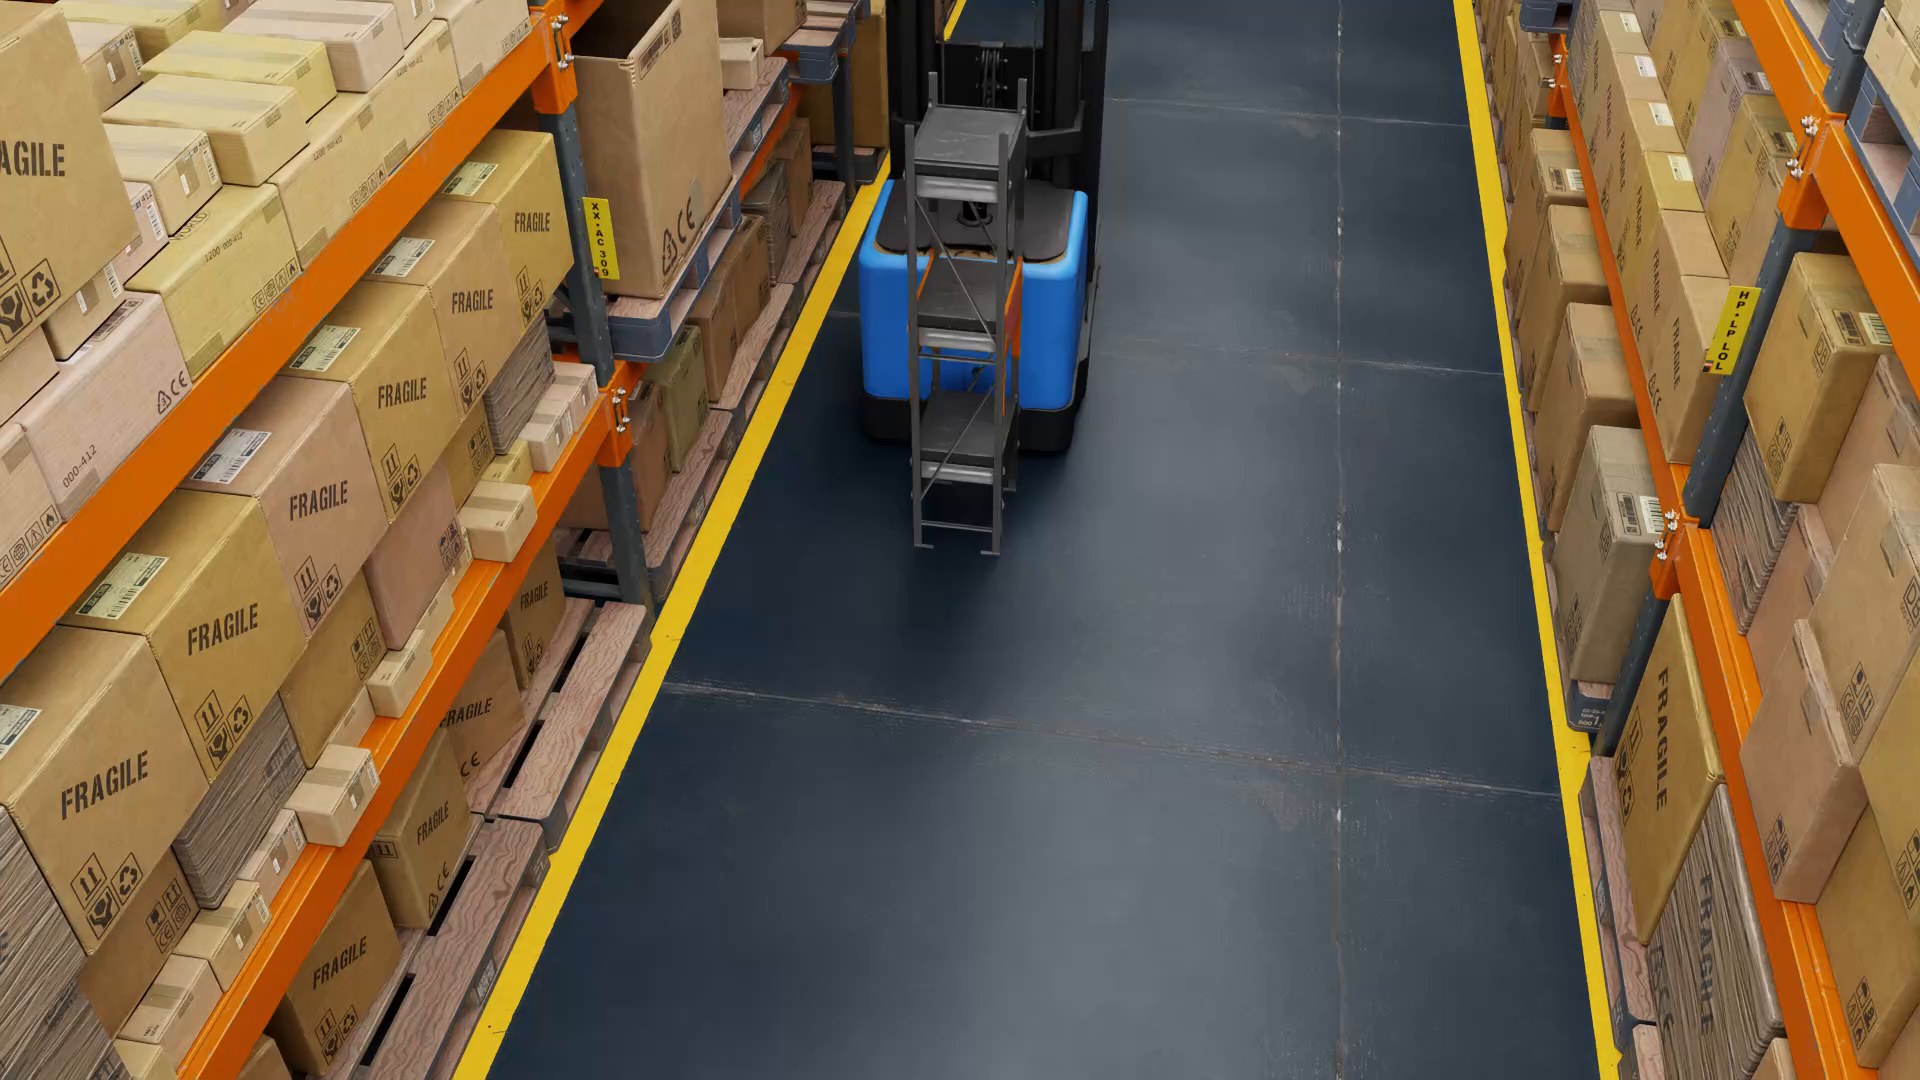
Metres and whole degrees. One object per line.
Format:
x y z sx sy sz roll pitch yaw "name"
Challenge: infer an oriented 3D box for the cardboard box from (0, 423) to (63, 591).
-2.112 0.000 3.160 0.500 0.250 0.500 6 40 7 "cardboard box"

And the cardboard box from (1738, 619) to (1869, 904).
2.692 0.645 4.498 0.875 0.550 0.550 6 40 8 "cardboard box"

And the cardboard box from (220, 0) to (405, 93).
-1.730 -1.330 4.455 0.380 0.149 0.250 5 40 6 "cardboard box"

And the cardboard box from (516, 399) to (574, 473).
-1.642 -0.394 6.070 0.380 0.149 0.250 6 40 8 "cardboard box"

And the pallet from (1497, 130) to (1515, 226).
3.855 -2.130 10.160 1.003 0.211 1.213 6 40 8 "pallet"

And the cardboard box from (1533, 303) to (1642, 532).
3.216 -0.503 7.441 1.050 0.750 0.750 6 40 8 "cardboard box"

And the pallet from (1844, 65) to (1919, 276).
2.875 -0.814 4.095 1.003 0.211 1.213 6 40 8 "pallet"

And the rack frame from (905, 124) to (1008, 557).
-0.014 -0.760 7.021 0.400 2.100 0.015 6 40 8 "rack frame"

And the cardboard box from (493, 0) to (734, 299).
-1.566 -1.691 6.640 1.000 1.000 1.000 7 40 8 "cardboard box"

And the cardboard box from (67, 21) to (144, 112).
-2.380 -1.237 4.343 0.380 0.149 0.250 6 40 7 "cardboard box"

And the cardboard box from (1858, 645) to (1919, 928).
2.635 0.565 3.747 0.875 0.550 0.500 6 40 8 "cardboard box"

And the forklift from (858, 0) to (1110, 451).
0.212 -2.502 8.476 1.130 2.935 3.031 5 40 6 "forklift"

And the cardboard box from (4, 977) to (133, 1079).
-2.411 1.201 3.632 0.875 0.500 0.500 6 40 8 "cardboard box"

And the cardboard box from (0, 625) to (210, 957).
-2.076 0.529 3.659 0.500 0.500 0.500 6 40 8 "cardboard box"

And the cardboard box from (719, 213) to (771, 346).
-1.420 -1.402 8.708 0.700 0.500 0.500 10 41 11 "cardboard box"

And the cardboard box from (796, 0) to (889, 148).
-1.009 -3.098 10.481 1.225 0.875 0.875 5 40 6 "cardboard box"

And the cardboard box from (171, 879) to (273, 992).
-2.056 1.015 4.365 0.380 0.149 0.250 6 40 8 "cardboard box"

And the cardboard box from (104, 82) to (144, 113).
-2.354 -1.015 4.387 0.500 0.250 0.500 5 40 6 "cardboard box"

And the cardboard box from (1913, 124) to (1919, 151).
2.541 -0.953 3.984 0.380 0.149 0.250 6 40 8 "cardboard box"

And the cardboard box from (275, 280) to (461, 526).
-1.821 -0.412 4.798 0.500 0.500 0.500 6 40 8 "cardboard box"

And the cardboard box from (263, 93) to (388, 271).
-1.847 -0.951 4.309 0.500 0.250 0.500 6 40 7 "cardboard box"

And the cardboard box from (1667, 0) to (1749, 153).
3.370 -1.897 6.827 0.700 0.500 0.500 6 40 7 "cardboard box"

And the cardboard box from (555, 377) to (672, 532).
-1.714 -0.403 7.500 0.700 0.500 0.500 4 40 4 "cardboard box"

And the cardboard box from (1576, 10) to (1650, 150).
3.290 -2.181 7.956 0.500 0.500 0.500 6 40 7 "cardboard box"

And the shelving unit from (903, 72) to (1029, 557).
0.029 -0.913 7.207 0.431 2.100 0.503 6 40 8 "shelving unit"

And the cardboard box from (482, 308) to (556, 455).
-1.980 -0.692 5.921 0.875 0.500 0.500 6 40 8 "cardboard box"

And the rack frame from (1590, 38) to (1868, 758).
3.026 -0.204 5.643 1.000 3.000 0.127 6 40 8 "rack frame"

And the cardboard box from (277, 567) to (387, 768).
-2.216 0.252 4.779 0.875 0.500 0.500 6 40 8 "cardboard box"

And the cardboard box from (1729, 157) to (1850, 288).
3.107 -0.940 5.670 0.700 0.500 0.500 6 40 7 "cardboard box"

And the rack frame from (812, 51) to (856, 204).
-1.149 -3.325 9.417 1.000 3.000 0.127 6 40 8 "rack frame"

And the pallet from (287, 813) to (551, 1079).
-2.131 1.454 5.826 1.003 0.211 1.213 6 40 8 "pallet"

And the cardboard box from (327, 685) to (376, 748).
-1.982 0.538 4.942 0.380 0.149 0.250 6 40 8 "cardboard box"

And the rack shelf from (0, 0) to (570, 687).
-2.187 -0.438 4.136 1.077 0.370 4.000 6 40 8 "rack shelf"

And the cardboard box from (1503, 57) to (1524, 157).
3.668 -2.680 10.270 0.500 0.500 0.500 8 40 9 "cardboard box"

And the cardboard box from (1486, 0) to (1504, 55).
3.932 -3.656 11.451 0.500 0.500 0.500 8 40 10 "cardboard box"

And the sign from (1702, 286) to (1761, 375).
2.490 -0.673 5.364 0.100 0.325 0.005 6 40 8 "sign"

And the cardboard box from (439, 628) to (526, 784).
-2.042 0.594 6.309 0.500 0.500 0.500 19 43 21 "cardboard box"

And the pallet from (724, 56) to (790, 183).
-1.451 -2.004 7.970 1.003 0.211 1.213 6 40 8 "pallet"

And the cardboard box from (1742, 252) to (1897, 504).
2.929 -0.450 4.975 0.875 0.550 0.550 6 40 8 "cardboard box"

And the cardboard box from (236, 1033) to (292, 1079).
-2.339 1.729 4.937 0.500 0.500 0.500 17 42 19 "cardboard box"

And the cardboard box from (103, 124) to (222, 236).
-1.969 -0.843 3.867 0.380 0.149 0.250 5 40 6 "cardboard box"

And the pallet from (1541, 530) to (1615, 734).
3.086 0.378 7.127 1.003 0.211 1.213 6 40 8 "pallet"

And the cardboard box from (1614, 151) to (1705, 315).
3.028 -1.234 6.810 0.500 0.500 0.500 7 40 8 "cardboard box"

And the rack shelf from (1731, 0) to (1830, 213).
3.372 -2.338 6.434 1.077 0.370 4.000 6 40 8 "rack shelf"

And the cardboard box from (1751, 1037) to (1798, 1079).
2.537 1.978 4.341 0.875 0.875 0.875 6 40 7 "cardboard box"

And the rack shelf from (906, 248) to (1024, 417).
0.029 -0.903 7.215 0.431 0.518 0.480 6 40 8 "rack shelf"

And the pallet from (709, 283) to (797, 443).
-1.499 -0.996 8.789 1.003 0.211 1.213 6 40 8 "pallet"

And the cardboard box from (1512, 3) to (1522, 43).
3.759 -3.295 10.425 0.500 0.250 0.500 7 40 9 "cardboard box"

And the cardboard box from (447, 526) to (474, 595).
-1.851 0.068 5.511 0.380 0.149 0.250 6 40 8 "cardboard box"

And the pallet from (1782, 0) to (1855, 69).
3.136 -1.867 5.450 0.805 0.209 1.217 5 40 6 "pallet"

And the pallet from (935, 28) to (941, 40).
-0.725 -3.500 11.817 1.003 0.211 1.213 6 40 8 "pallet"

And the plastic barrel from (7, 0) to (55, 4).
-5.959 -3.505 11.009 0.600 0.830 0.708 6 40 8 "plastic barrel"

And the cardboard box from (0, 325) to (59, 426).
-2.032 -0.342 3.261 0.380 0.149 0.250 6 40 8 "cardboard box"

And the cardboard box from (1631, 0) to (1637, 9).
3.631 -2.858 7.989 0.700 0.500 0.500 6 40 7 "cardboard box"
